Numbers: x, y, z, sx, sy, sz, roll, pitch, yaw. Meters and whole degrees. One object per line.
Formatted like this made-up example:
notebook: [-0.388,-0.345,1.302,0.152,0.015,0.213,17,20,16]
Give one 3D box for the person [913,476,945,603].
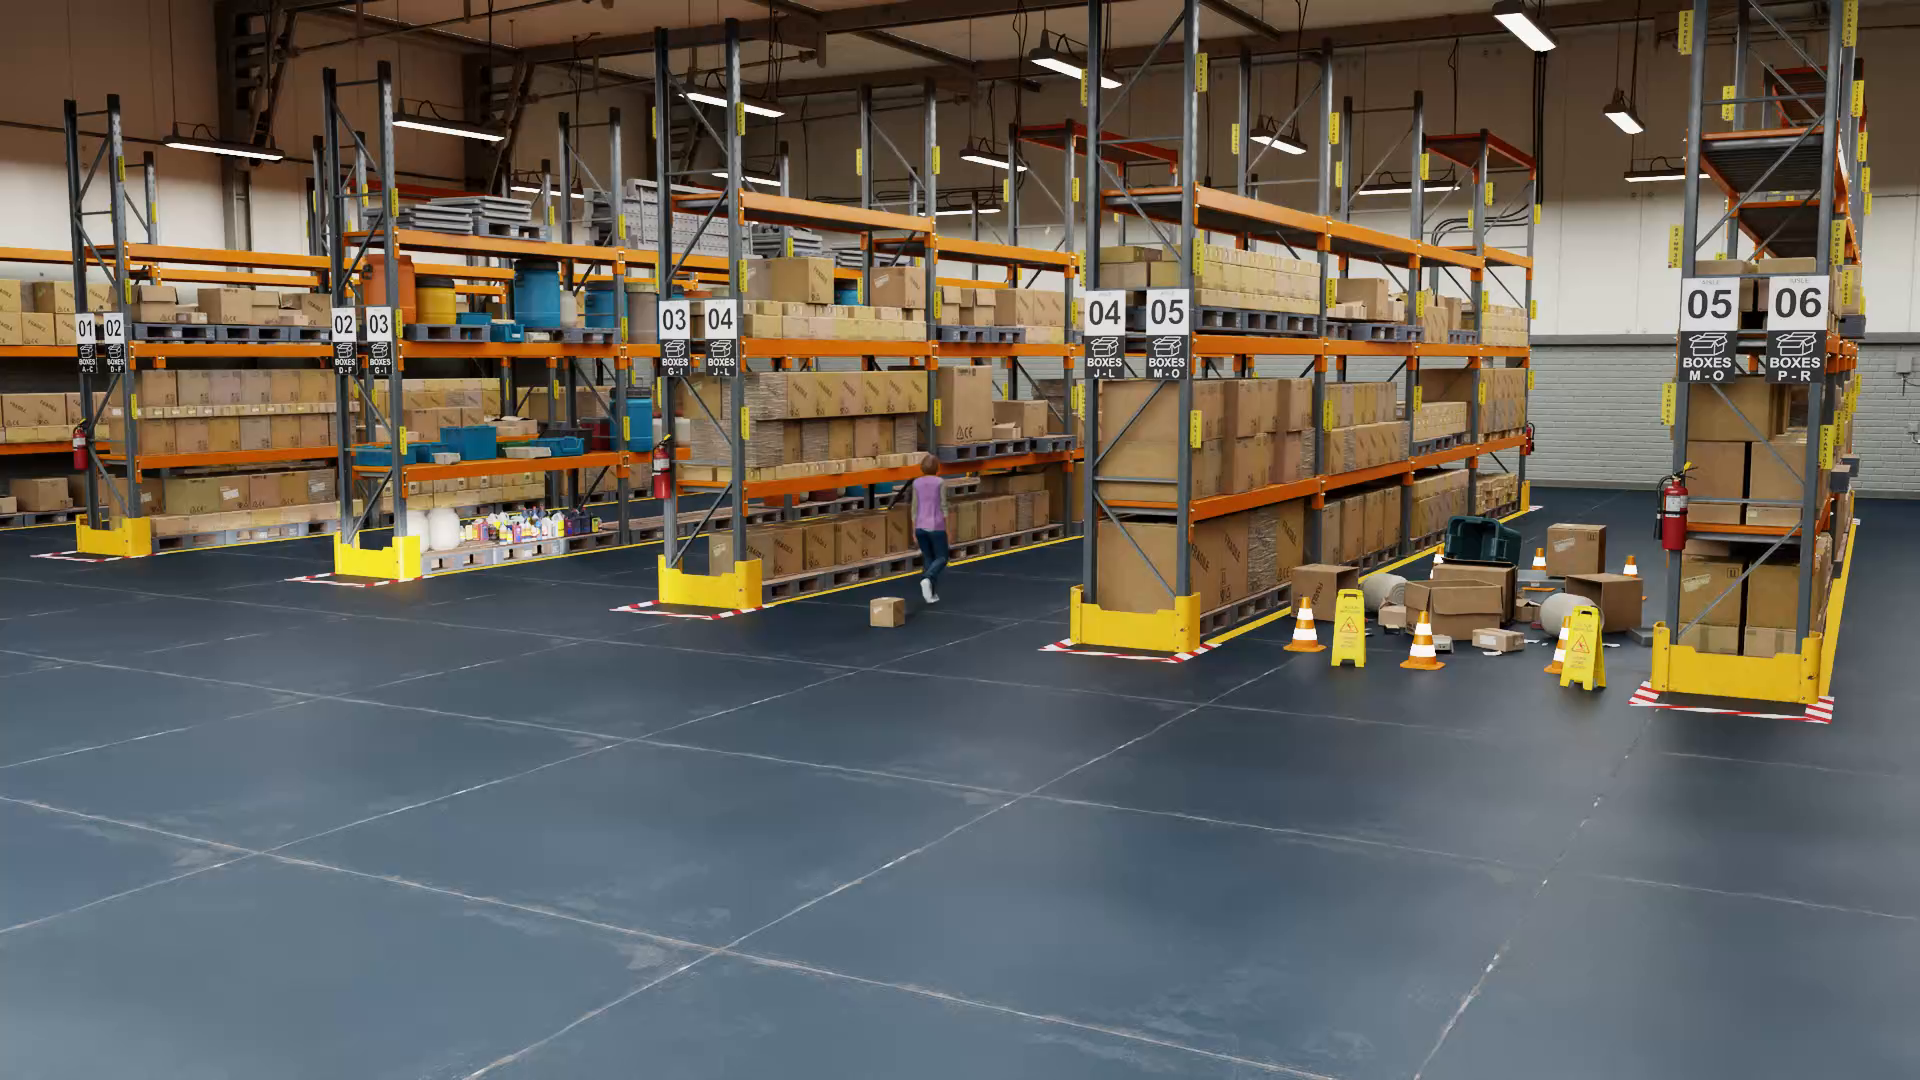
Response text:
person: [-0.334,0.006,17.386,0.351,1.352,0.678,2,7,21]
